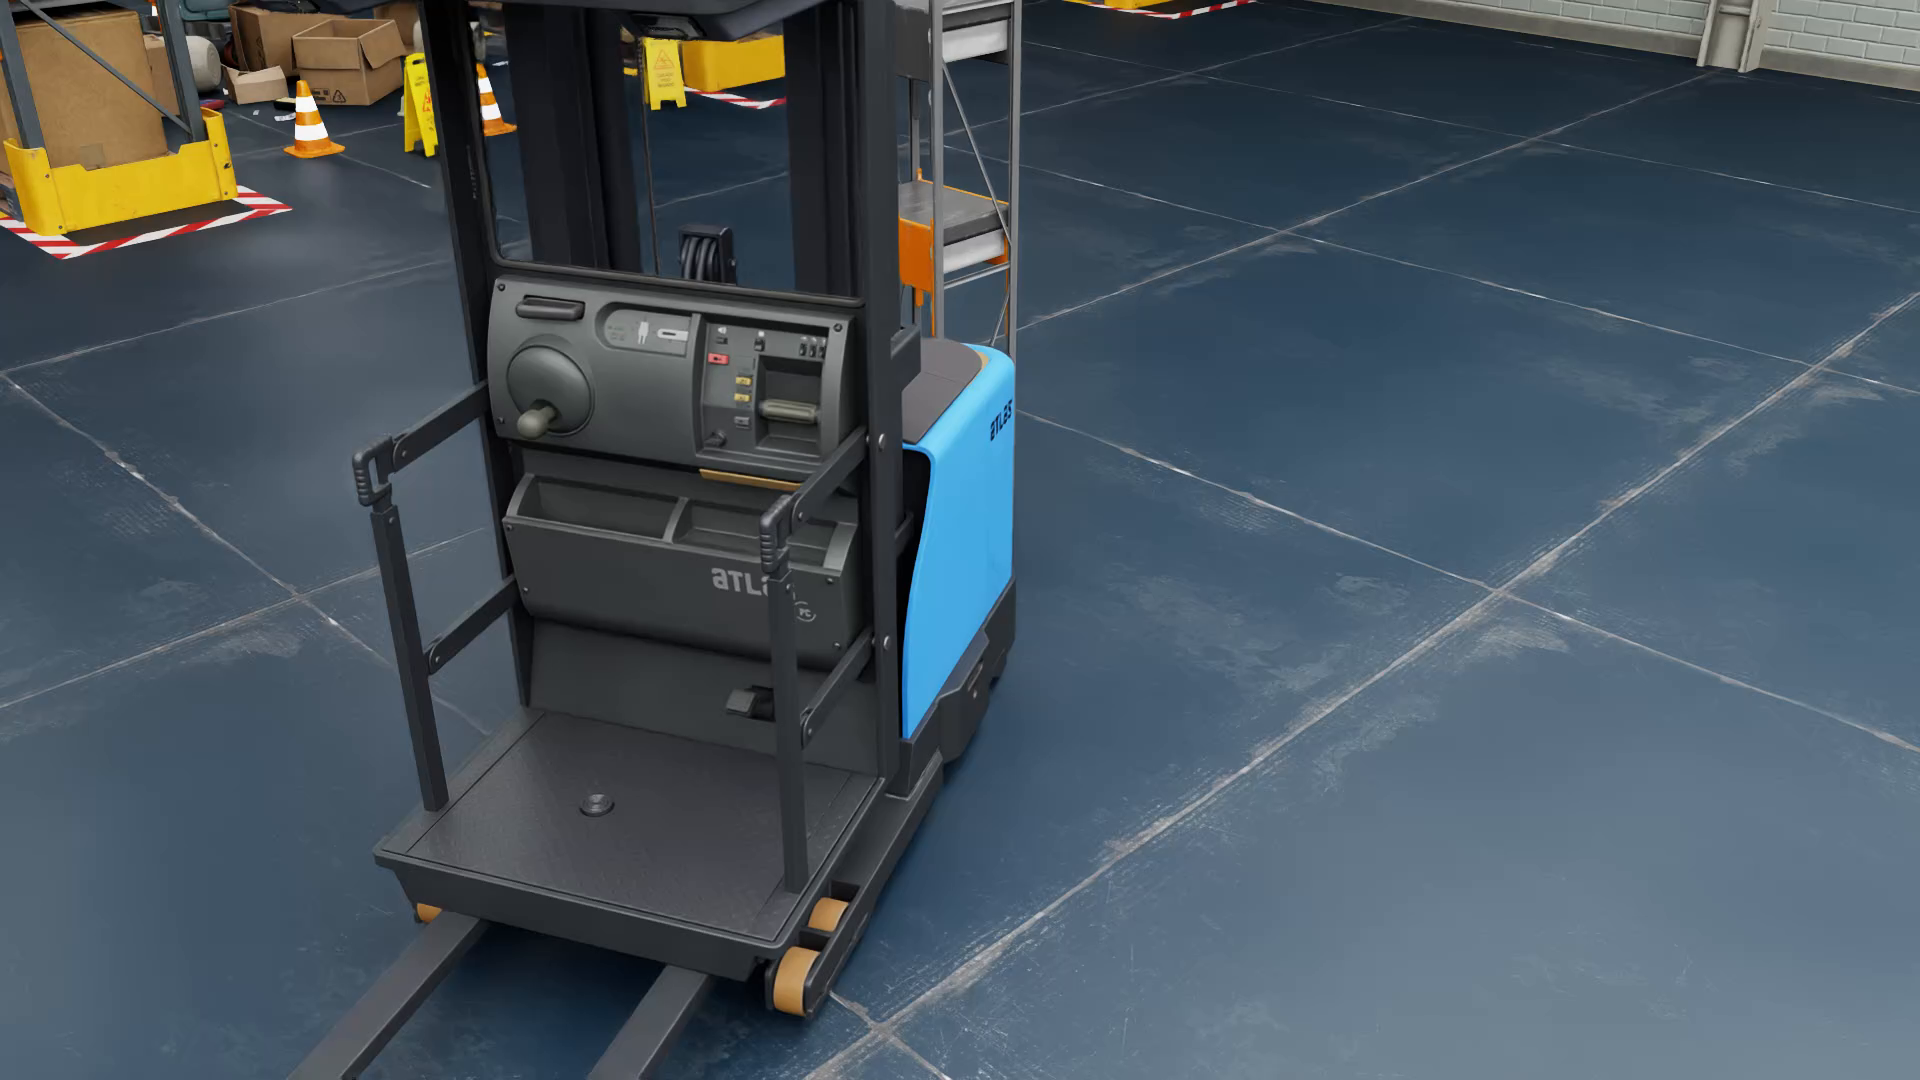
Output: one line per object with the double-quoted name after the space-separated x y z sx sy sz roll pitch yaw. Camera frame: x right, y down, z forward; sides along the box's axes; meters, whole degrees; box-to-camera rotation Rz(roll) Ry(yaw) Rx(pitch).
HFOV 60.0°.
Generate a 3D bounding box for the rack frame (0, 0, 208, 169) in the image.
-4.991 -3.323 9.346 0.127 3.000 1.000 25 36 38 "rack frame"

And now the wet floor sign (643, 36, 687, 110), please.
-2.207 -3.539 12.287 0.267 0.644 0.232 -13 30 -22 "wet floor sign"

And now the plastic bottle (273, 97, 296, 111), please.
-4.993 -3.238 12.343 0.283 0.061 0.133 12 30 22 "plastic bottle"

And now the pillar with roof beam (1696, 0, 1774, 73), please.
3.281 -6.442 8.832 0.400 9.000 9.100 25 36 38 "pillar with roof beam"

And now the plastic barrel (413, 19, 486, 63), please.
-4.126 -4.030 13.459 0.512 0.421 0.421 -3 28 -5 "plastic barrel"

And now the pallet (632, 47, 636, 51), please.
-3.067 -4.464 14.512 1.213 0.211 1.003 25 36 38 "pallet"

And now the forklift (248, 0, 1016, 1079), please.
-0.769 -0.352 3.769 1.130 2.935 3.031 9 29 16 "forklift"

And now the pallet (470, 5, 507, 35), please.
-3.941 -4.862 15.269 1.213 0.211 1.003 25 36 38 "pallet"

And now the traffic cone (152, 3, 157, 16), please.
-7.218 -4.883 15.040 0.334 0.463 0.336 25 36 38 "traffic cone"

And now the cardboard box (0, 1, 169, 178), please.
-5.520 -2.767 10.122 0.875 0.875 0.875 25 37 39 "cardboard box"

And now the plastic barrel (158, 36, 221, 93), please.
-5.958 -3.626 12.692 0.512 0.421 0.421 -3 28 -5 "plastic barrel"

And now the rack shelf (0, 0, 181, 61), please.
-6.417 -3.657 10.754 4.000 0.370 1.077 25 36 38 "rack shelf"

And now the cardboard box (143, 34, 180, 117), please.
-6.016 -3.357 12.094 0.500 0.500 0.500 -18 33 -31 "cardboard box"

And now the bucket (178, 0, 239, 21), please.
-6.129 -4.572 13.607 0.726 0.611 0.620 -13 20 -22 "bucket"

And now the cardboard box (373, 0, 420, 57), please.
-4.634 -4.397 14.072 0.500 0.500 0.500 -3 28 -5 "cardboard box"

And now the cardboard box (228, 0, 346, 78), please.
-5.292 -3.989 13.149 0.503 0.637 0.797 25 36 38 "cardboard box"

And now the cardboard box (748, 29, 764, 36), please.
-1.974 -4.322 13.750 0.500 0.250 0.500 24 36 38 "cardboard box"

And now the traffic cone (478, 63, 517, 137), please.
-3.339 -3.108 11.664 0.334 0.463 0.336 25 36 38 "traffic cone"

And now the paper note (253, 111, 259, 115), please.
-5.168 -3.138 12.207 0.032 0.001 0.123 -7 29 -14 "paper note"

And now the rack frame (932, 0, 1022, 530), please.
0.056 -0.904 5.713 0.015 2.100 0.400 25 36 38 "rack frame"

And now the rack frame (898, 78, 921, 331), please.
-0.292 -1.063 6.015 0.015 2.100 0.400 25 36 38 "rack frame"

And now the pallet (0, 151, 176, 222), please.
-5.616 -2.323 10.442 1.213 0.211 1.003 25 36 38 "pallet"

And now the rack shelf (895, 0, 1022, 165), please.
-0.118 -1.591 5.545 0.480 0.518 0.431 25 36 38 "rack shelf"

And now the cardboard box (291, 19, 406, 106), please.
-4.620 -3.626 12.606 0.637 0.503 0.797 2 28 4 "cardboard box"

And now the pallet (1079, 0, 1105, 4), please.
1.310 -5.648 16.765 1.213 0.211 1.003 25 36 38 "pallet"

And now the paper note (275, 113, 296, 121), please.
-4.889 -3.069 12.056 0.144 0.017 0.142 -13 30 -22 "paper note"

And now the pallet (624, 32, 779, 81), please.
-2.201 -4.066 13.755 1.213 0.211 1.003 25 36 38 "pallet"

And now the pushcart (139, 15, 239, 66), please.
-6.007 -4.370 14.155 0.936 0.377 1.648 12 30 22 "pushcart"

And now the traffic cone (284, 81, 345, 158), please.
-4.374 -2.844 11.162 0.334 0.463 0.336 25 36 38 "traffic cone"

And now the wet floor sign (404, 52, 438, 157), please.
-3.582 -2.928 11.126 0.232 0.644 0.267 18 33 30 "wet floor sign"

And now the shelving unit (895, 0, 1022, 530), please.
-0.118 -0.983 5.864 0.503 2.100 0.431 25 36 38 "shelving unit"

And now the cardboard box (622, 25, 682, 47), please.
-2.374 -4.149 13.422 0.500 0.250 0.500 24 36 38 "cardboard box"

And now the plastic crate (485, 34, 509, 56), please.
-3.900 -4.227 14.203 0.583 0.080 0.402 12 30 22 "plastic crate"

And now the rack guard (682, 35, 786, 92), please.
-1.646 -3.917 13.162 0.348 0.500 1.175 25 36 38 "rack guard"

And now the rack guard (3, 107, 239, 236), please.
-4.973 -2.208 9.913 0.348 0.500 1.175 25 36 38 "rack guard"

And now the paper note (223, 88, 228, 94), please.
-5.592 -3.474 12.833 0.172 0.023 0.155 -13 30 -22 "paper note"

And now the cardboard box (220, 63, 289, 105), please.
-5.326 -3.468 12.560 0.396 0.266 0.258 -18 33 -31 "cardboard box"

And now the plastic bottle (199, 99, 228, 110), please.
-5.561 -3.212 12.293 0.133 0.061 0.283 12 30 22 "plastic bottle"

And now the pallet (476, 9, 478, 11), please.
-5.001 -5.323 16.146 1.213 0.211 1.003 25 36 38 "pallet"

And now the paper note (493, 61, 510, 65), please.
-3.750 -3.931 13.693 0.148 0.019 0.142 12 30 22 "paper note"

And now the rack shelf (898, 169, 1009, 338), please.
-0.118 -0.971 5.870 0.480 0.518 0.431 25 36 38 "rack shelf"

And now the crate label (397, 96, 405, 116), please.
-3.943 -3.200 12.189 0.298 0.136 0.250 7 29 13 "crate label"

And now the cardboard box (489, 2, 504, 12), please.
-3.824 -4.820 14.696 0.500 0.250 0.500 -23 35 -36 "cardboard box"

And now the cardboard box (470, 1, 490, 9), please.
-4.213 -4.990 15.021 0.500 0.250 0.500 23 35 36 "cardboard box"

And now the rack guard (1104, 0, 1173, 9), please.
1.902 -5.533 16.235 0.348 0.500 1.175 25 36 38 "rack guard"
